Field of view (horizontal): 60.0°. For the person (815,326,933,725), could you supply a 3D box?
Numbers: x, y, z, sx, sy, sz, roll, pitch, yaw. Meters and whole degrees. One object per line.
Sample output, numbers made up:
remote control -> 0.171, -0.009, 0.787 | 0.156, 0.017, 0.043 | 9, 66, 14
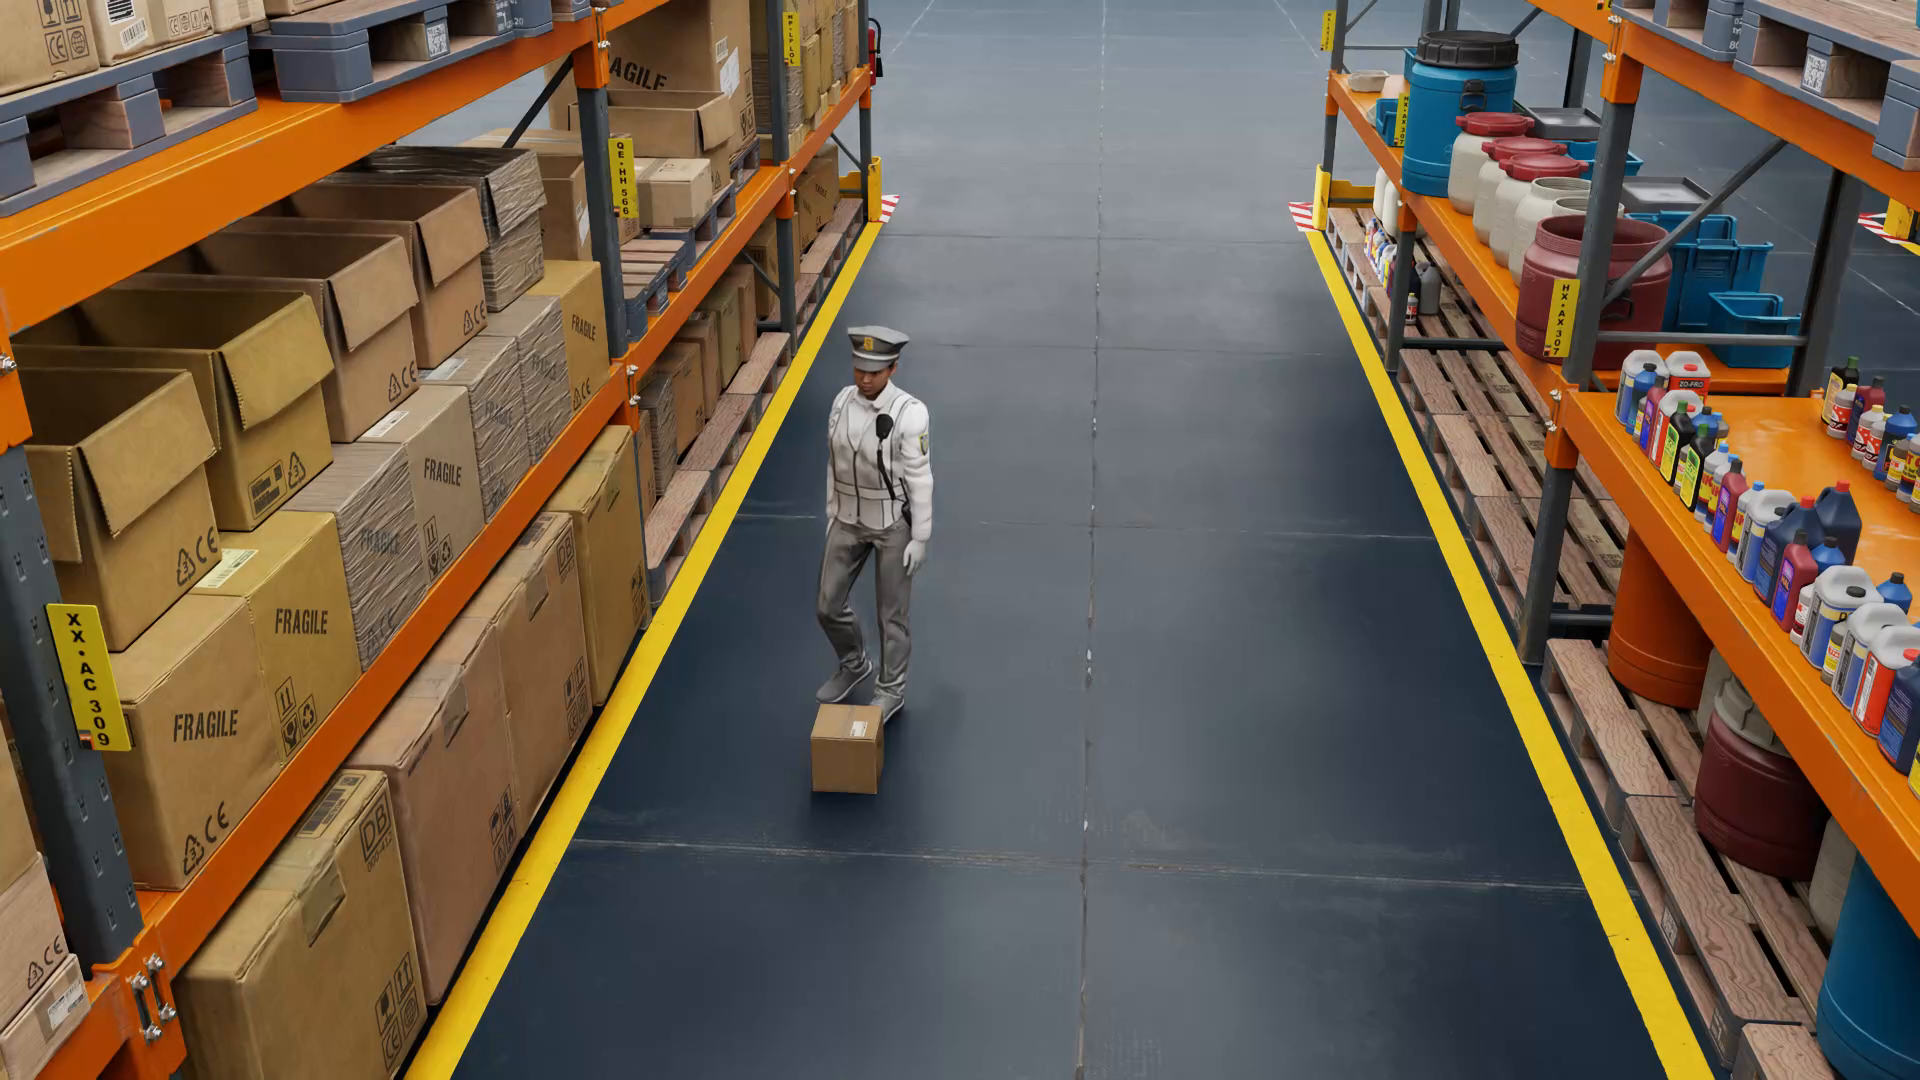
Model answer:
person -> -0.366, -0.034, 6.670 | 0.557, 1.696, 0.372 | 14, 28, 27
